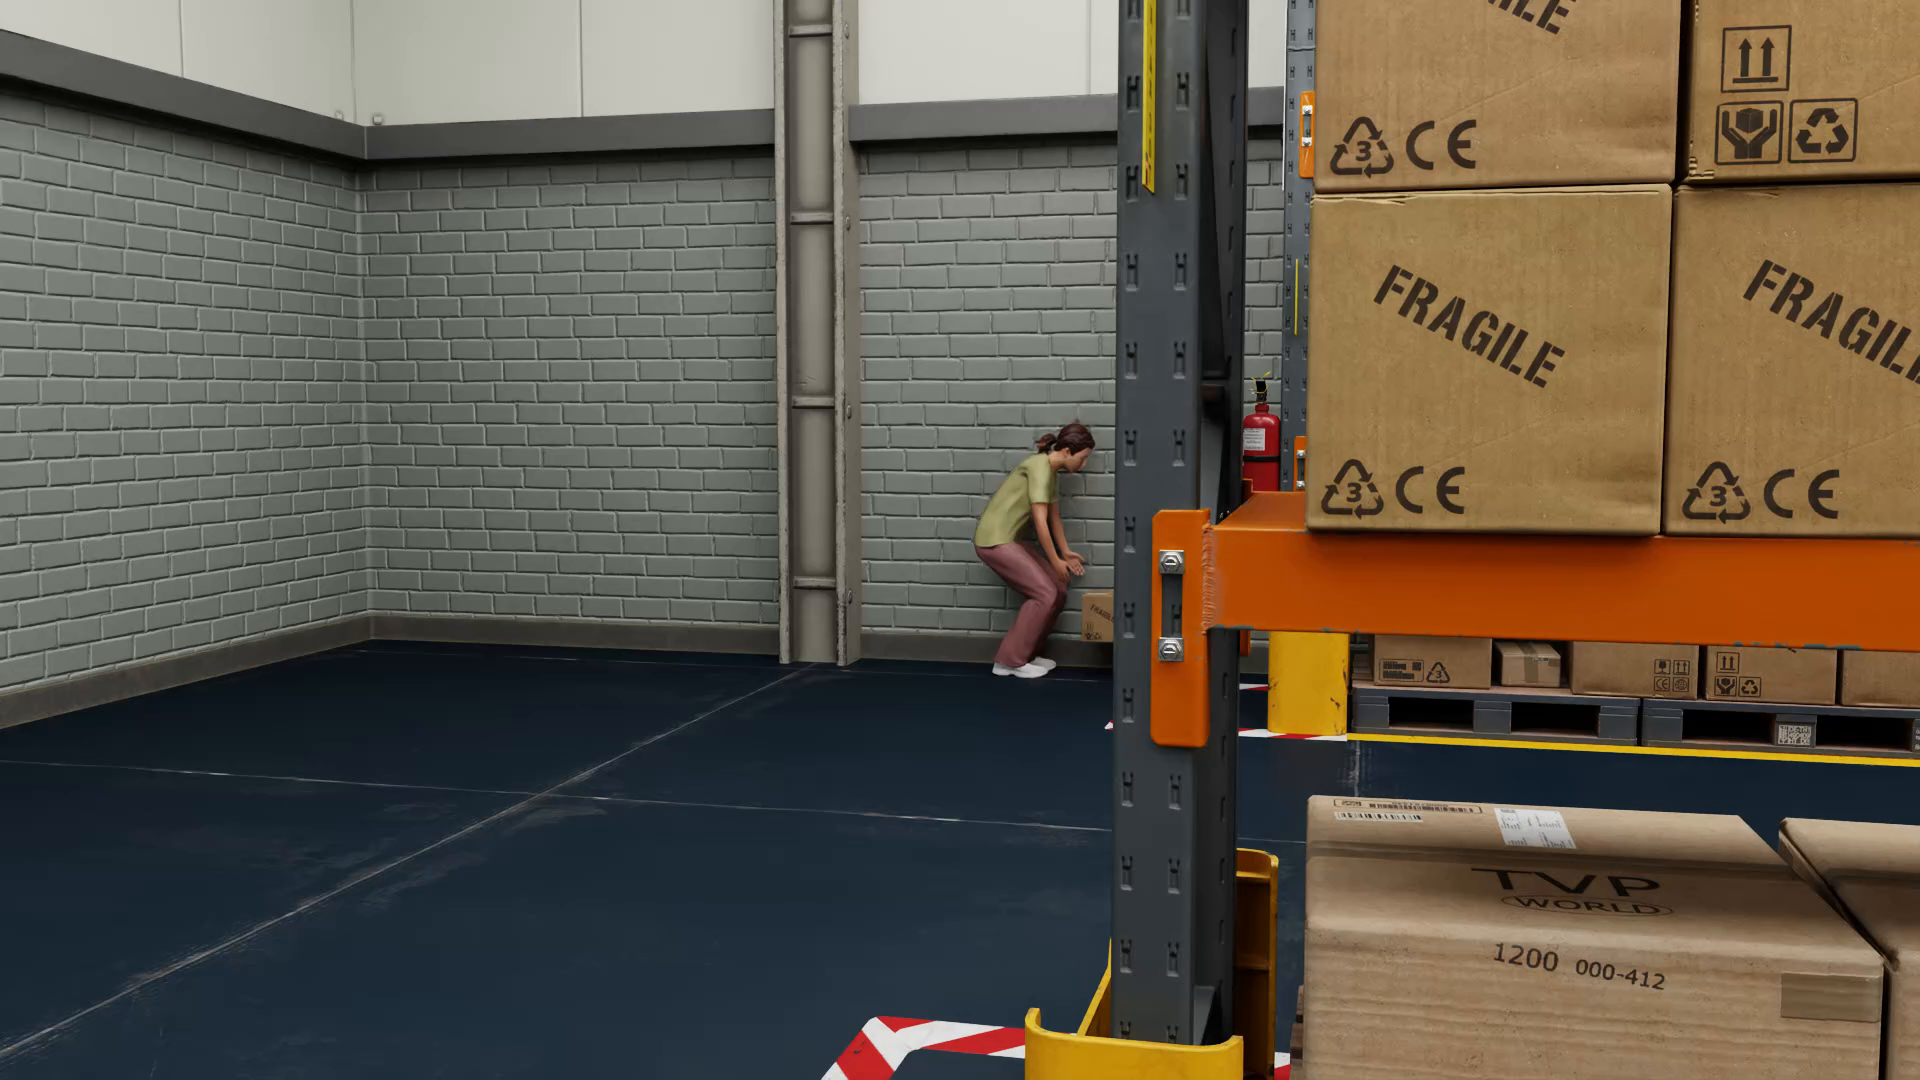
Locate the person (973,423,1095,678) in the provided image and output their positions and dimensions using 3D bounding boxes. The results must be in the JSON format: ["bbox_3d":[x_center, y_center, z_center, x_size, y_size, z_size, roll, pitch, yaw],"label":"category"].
[{"bbox_3d":[0.408,0.048,9.043,0.651,1.363,0.511,1,5,14],"label":"person"}]
